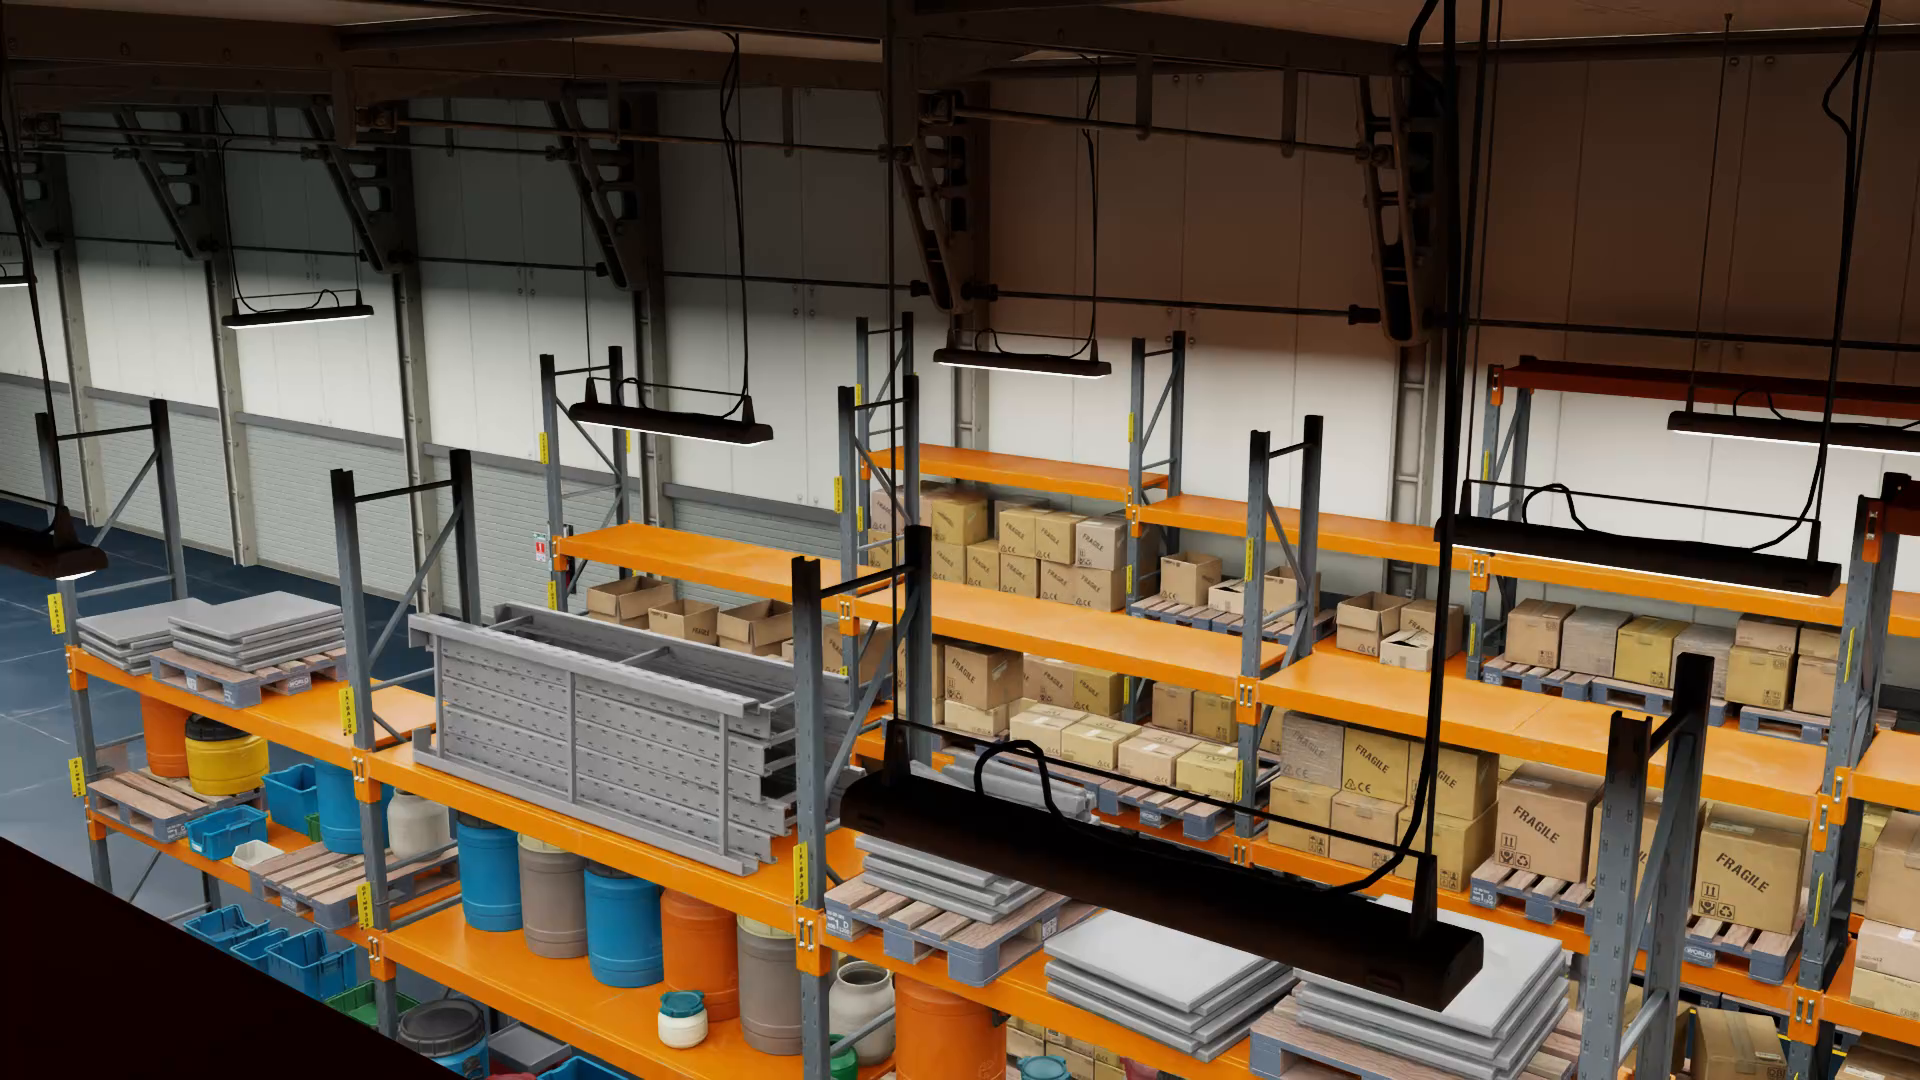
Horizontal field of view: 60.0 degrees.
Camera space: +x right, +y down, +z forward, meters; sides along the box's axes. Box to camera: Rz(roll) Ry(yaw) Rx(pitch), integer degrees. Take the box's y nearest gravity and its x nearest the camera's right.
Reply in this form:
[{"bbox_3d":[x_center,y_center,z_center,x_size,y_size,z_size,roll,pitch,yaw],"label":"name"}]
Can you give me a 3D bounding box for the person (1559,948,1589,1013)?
[{"bbox_3d":[5.683,3.654,15.595,0.610,1.771,0.607,-5,14,-21],"label":"person"}]
